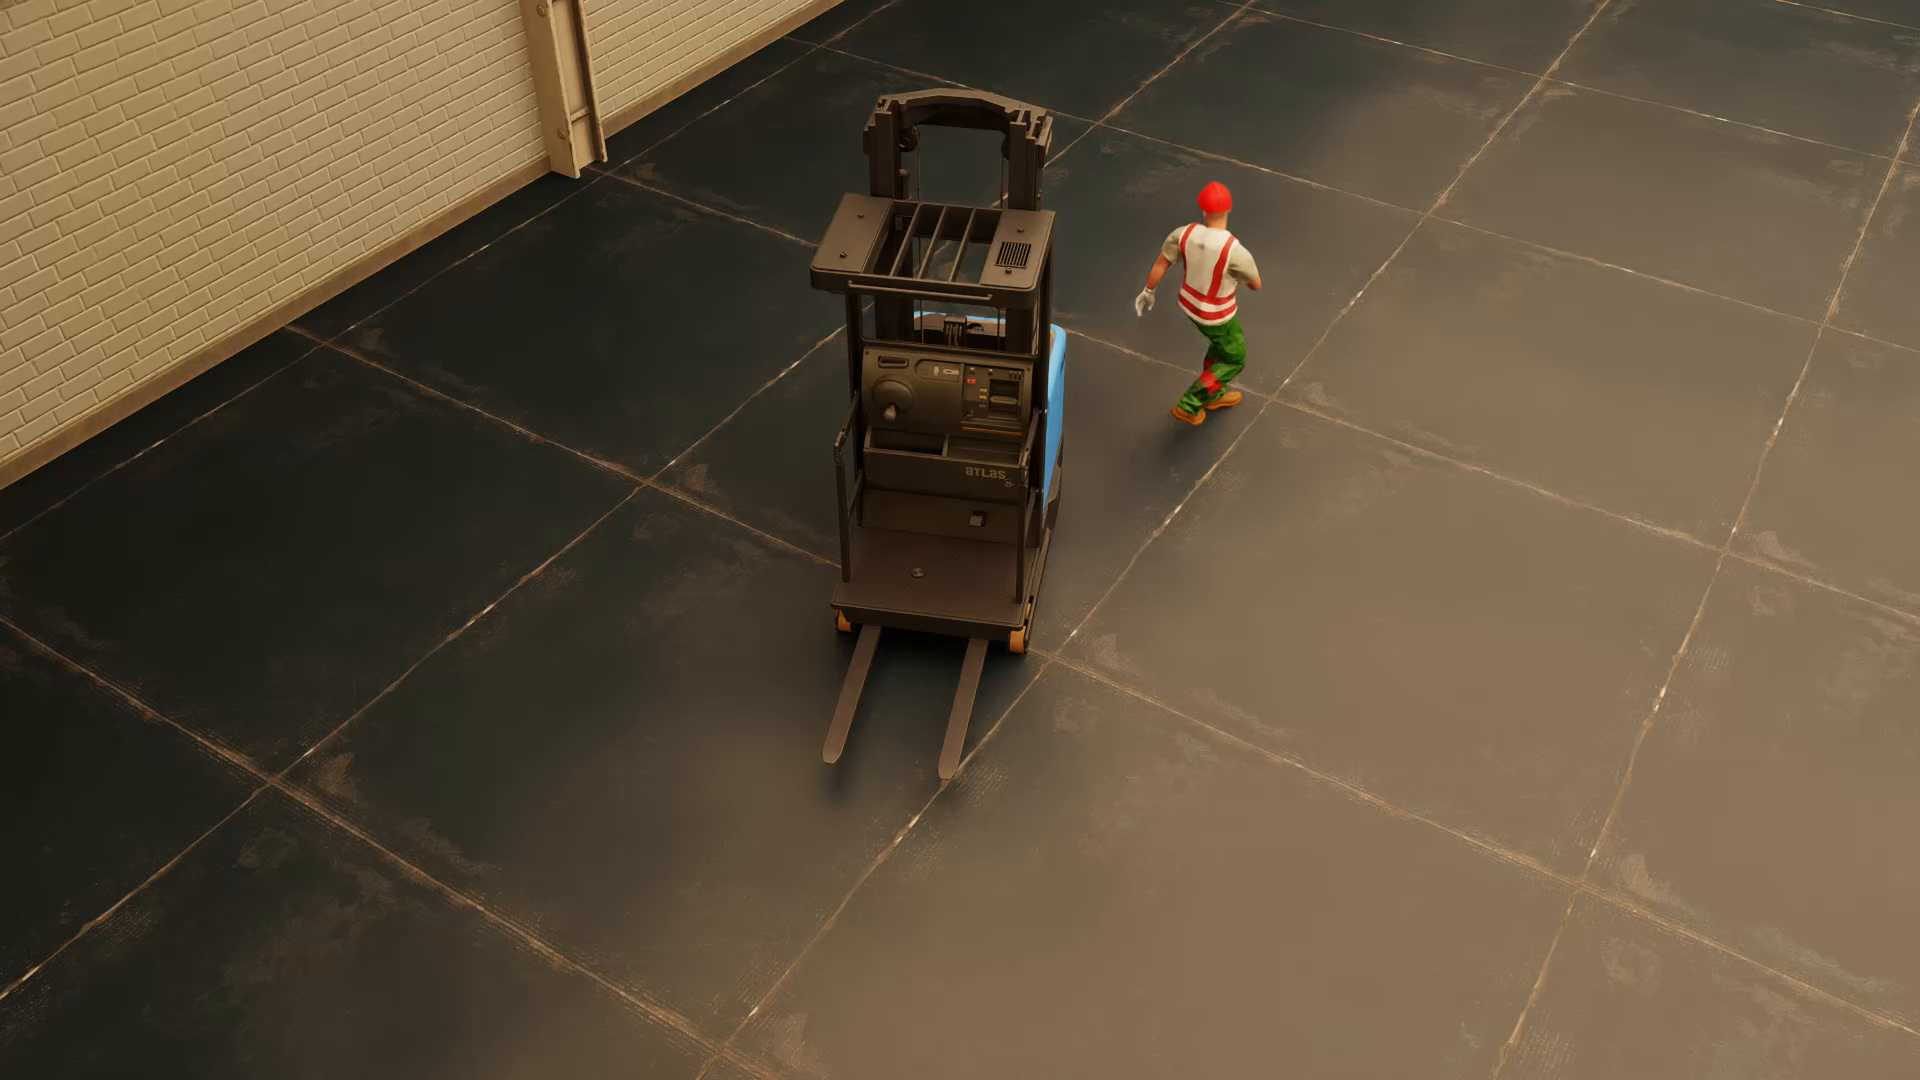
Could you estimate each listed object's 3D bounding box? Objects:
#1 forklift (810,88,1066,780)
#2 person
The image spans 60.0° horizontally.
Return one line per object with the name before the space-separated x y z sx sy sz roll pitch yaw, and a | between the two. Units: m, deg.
forklift | -0.108 -0.731 8.830 1.130 2.935 3.031 7 41 8
person | 1.593 -1.520 10.711 0.735 1.708 0.650 -21 45 -23
